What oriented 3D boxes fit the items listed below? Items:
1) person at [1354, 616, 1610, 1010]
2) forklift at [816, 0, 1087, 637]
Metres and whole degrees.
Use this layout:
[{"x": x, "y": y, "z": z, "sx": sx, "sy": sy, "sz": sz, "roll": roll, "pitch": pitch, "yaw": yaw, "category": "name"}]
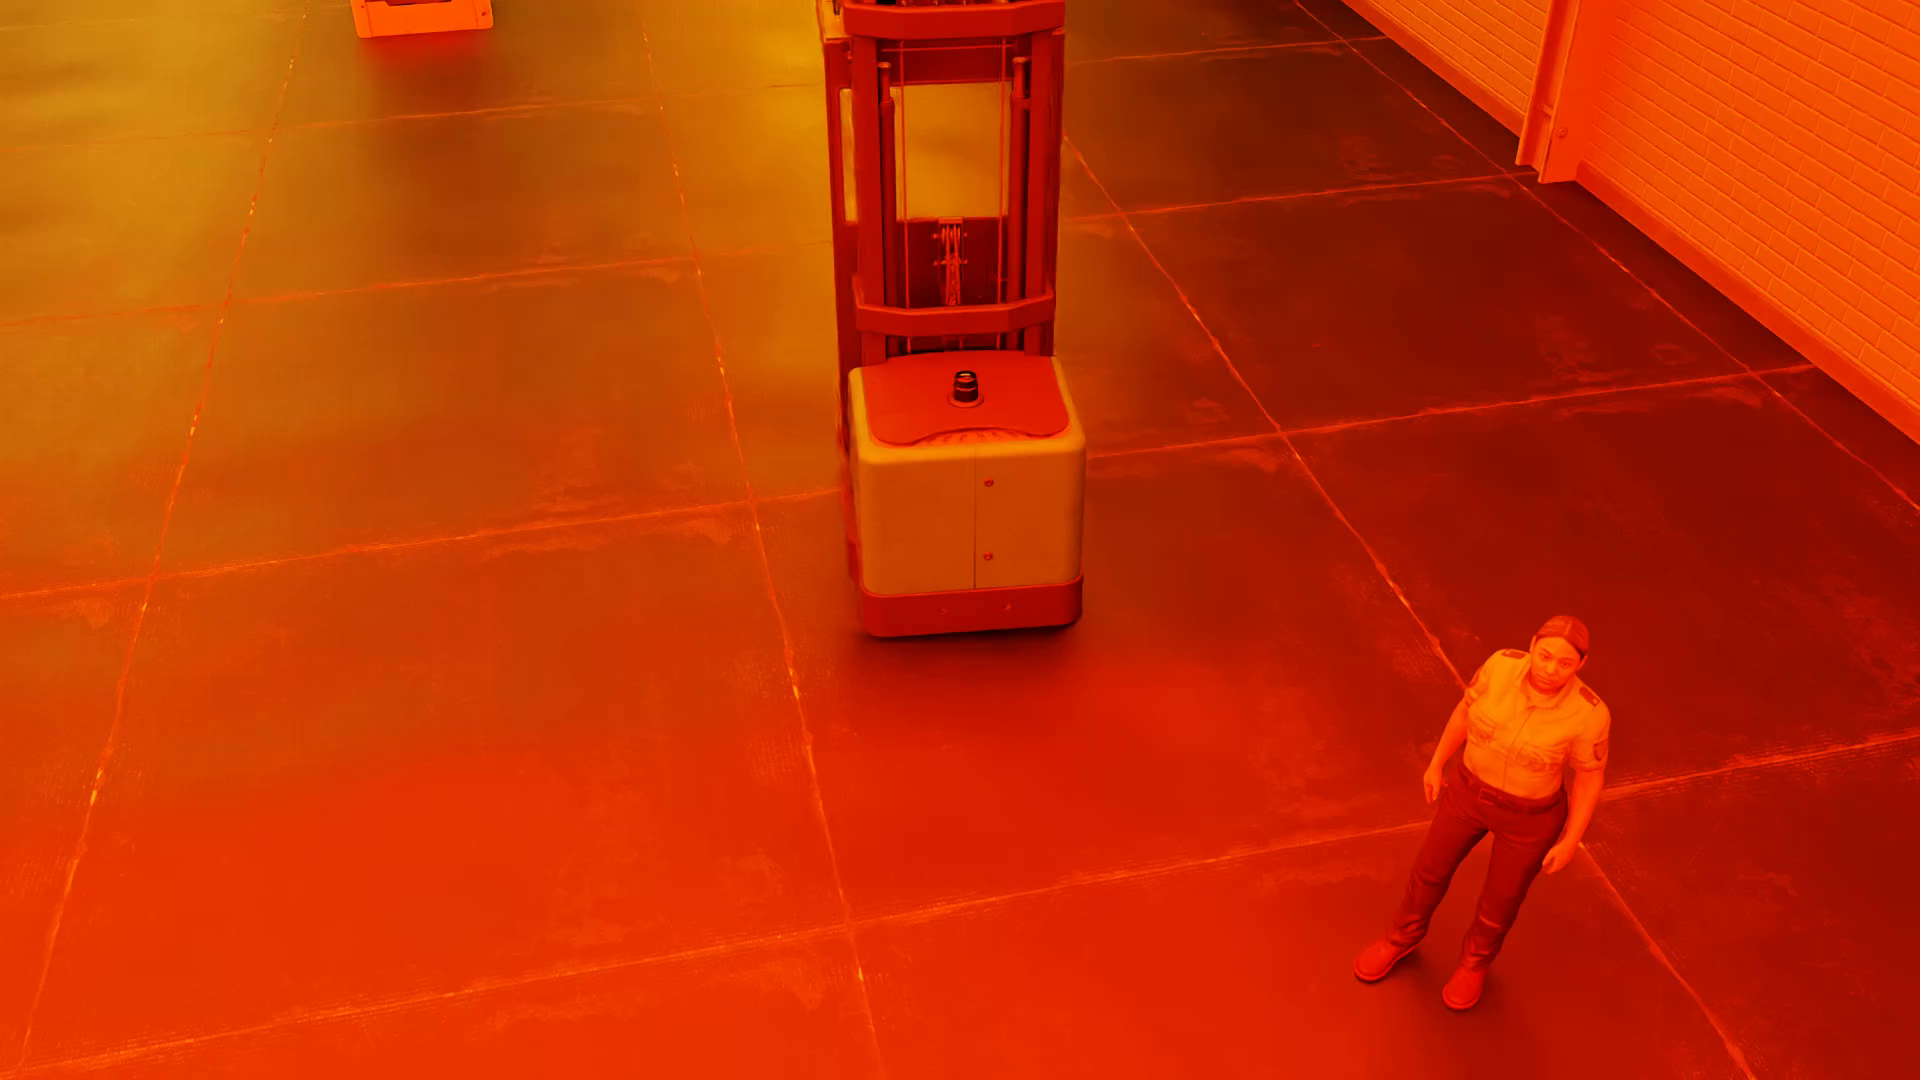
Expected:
[{"x": 1.843, "y": 0.969, "z": 5.793, "sx": 0.598, "sy": 1.652, "sz": 0.491, "roll": 27, "pitch": 44, "yaw": 32, "category": "person"}, {"x": -0.102, "y": -1.581, "z": 8.247, "sx": 1.130, "sy": 2.935, "sz": 3.031, "roll": -4, "pitch": 36, "yaw": -5, "category": "forklift"}]
